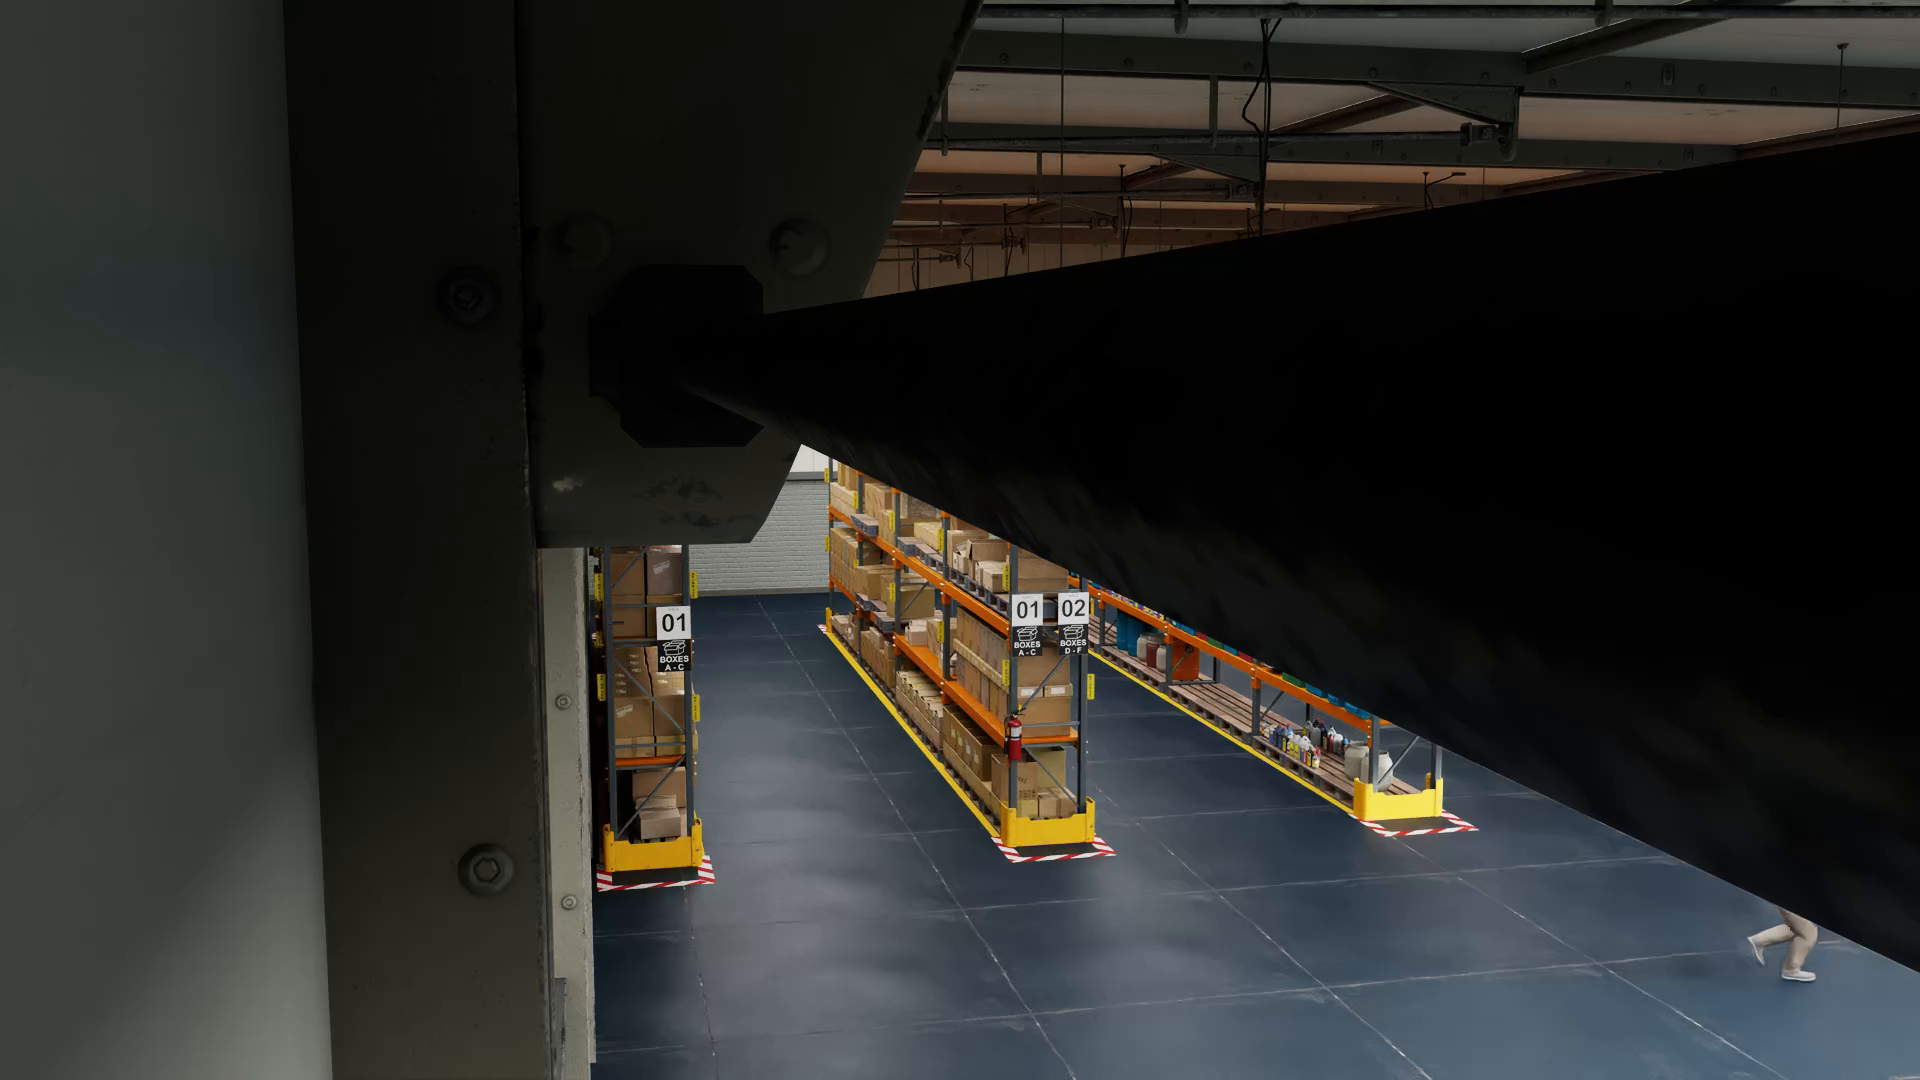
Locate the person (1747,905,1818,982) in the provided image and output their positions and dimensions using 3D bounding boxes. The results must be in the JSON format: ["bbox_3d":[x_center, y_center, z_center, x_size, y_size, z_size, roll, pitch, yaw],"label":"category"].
[{"bbox_3d":[8.233,3.574,16.506,0.644,1.616,0.656,2,7,13],"label":"person"}]
